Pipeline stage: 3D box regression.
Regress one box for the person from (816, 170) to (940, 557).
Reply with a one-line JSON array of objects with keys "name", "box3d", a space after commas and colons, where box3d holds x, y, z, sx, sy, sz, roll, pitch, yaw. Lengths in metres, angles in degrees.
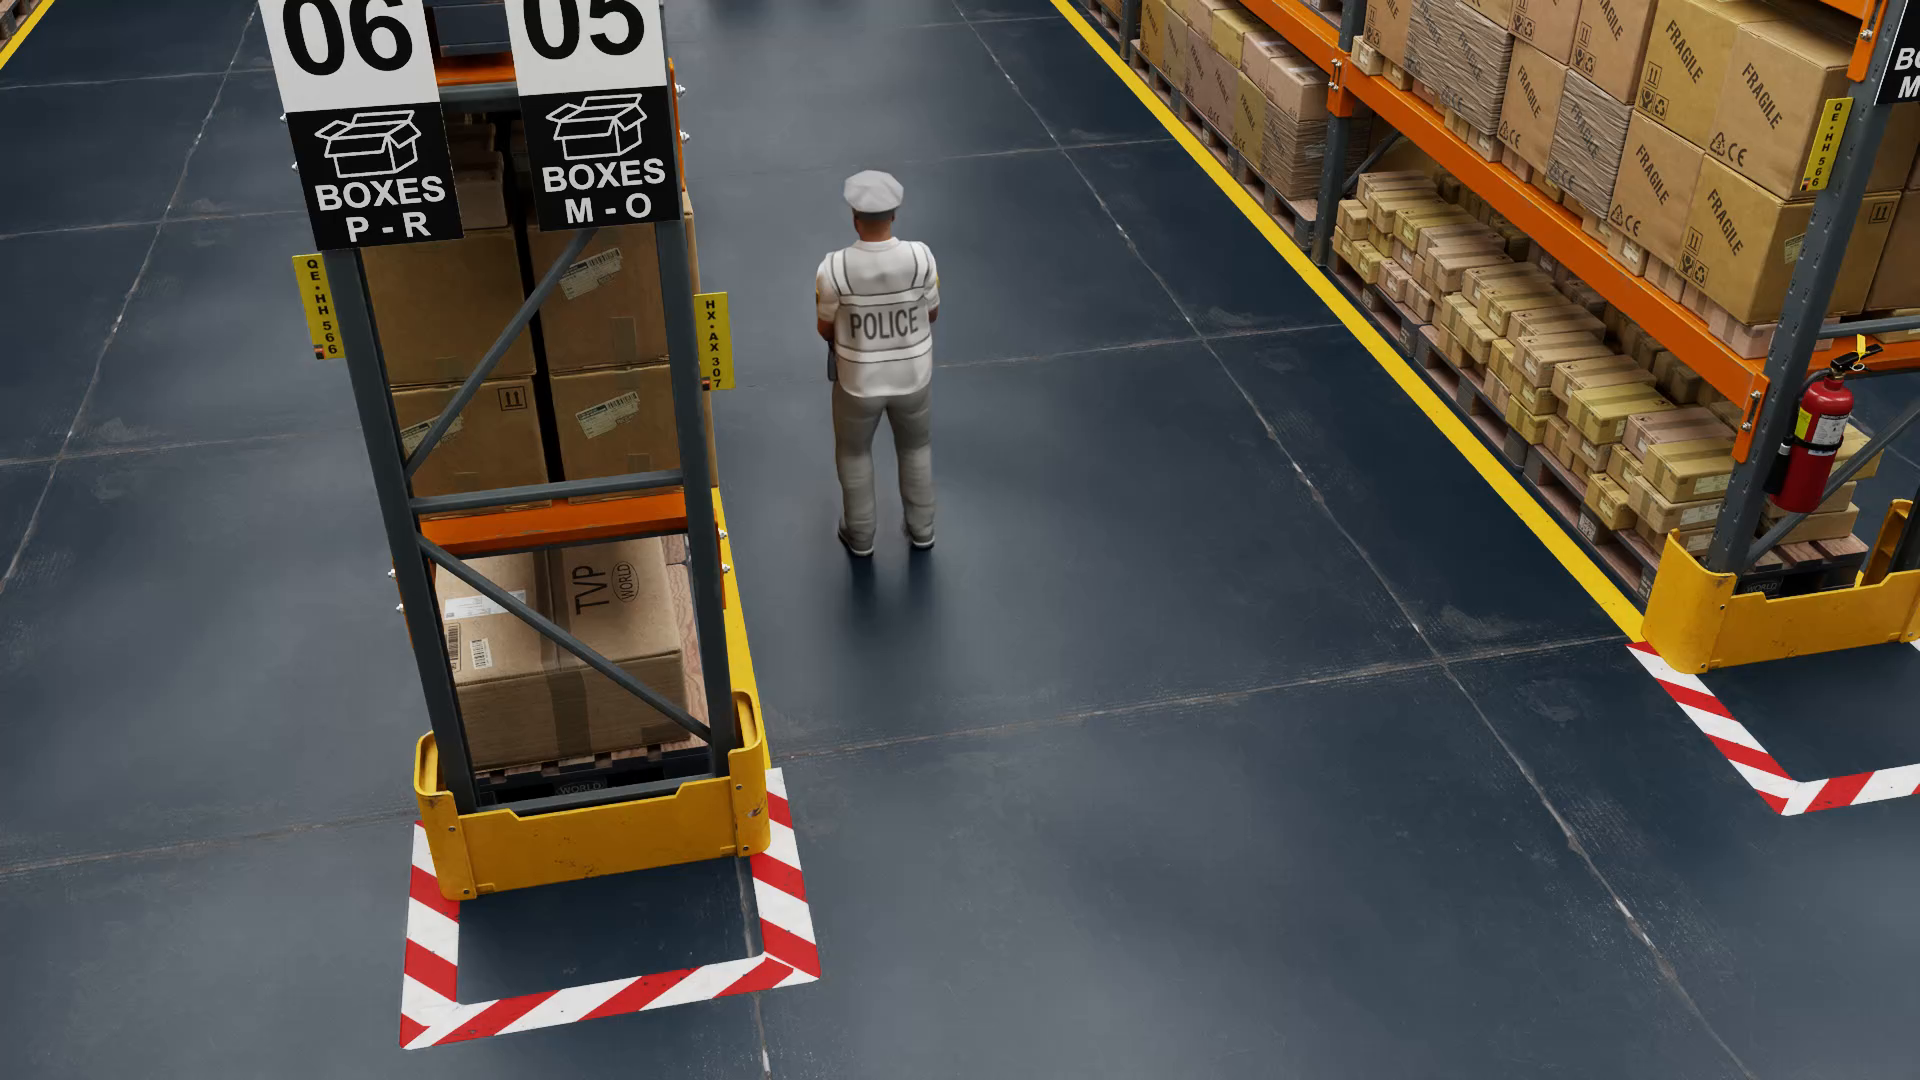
[{"name": "person", "box3d": [-0.360, -0.758, 7.235, 0.527, 1.769, 0.525, -8, 35, -11]}]
